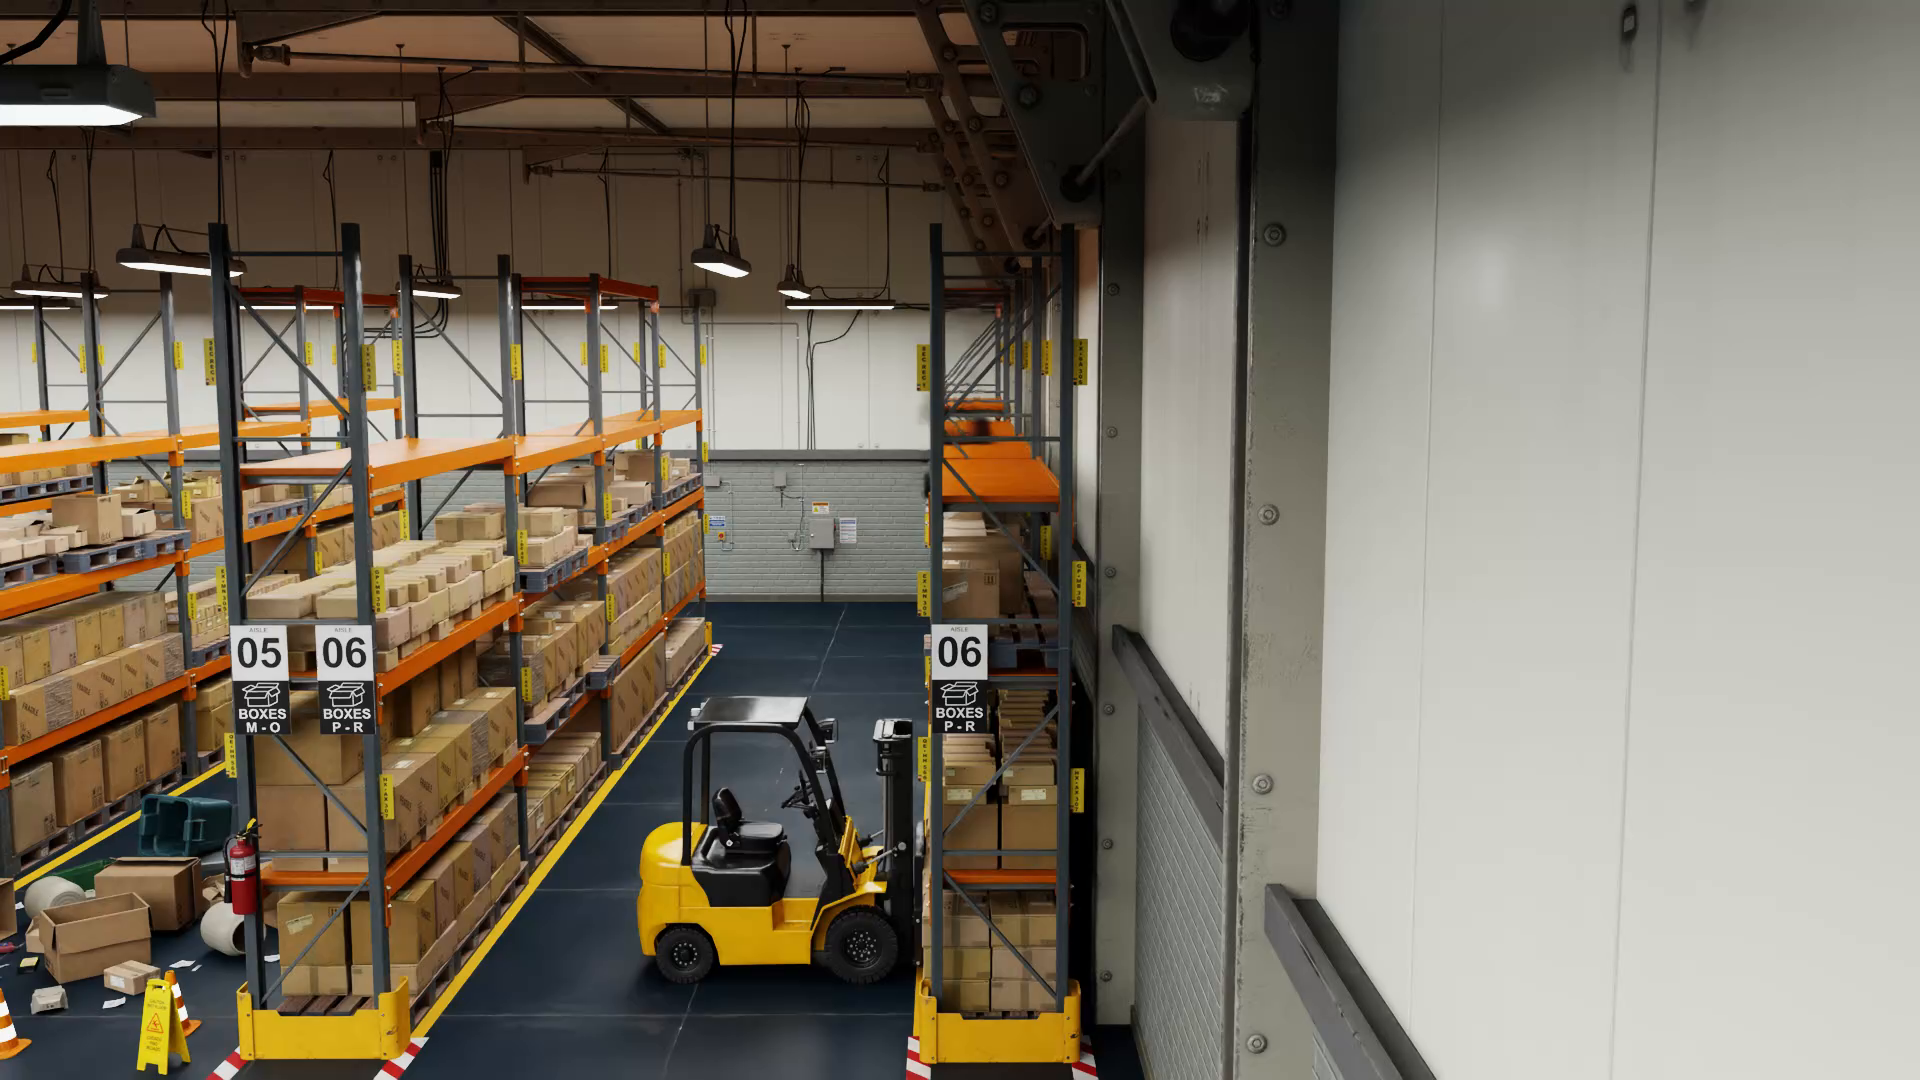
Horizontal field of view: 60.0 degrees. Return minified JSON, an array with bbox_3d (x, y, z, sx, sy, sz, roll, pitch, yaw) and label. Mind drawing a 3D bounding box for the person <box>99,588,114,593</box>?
[{"bbox_3d":[-12.945,1.407,25.263,0.547,1.499,0.813,-1,7,-6],"label":"person"}]
